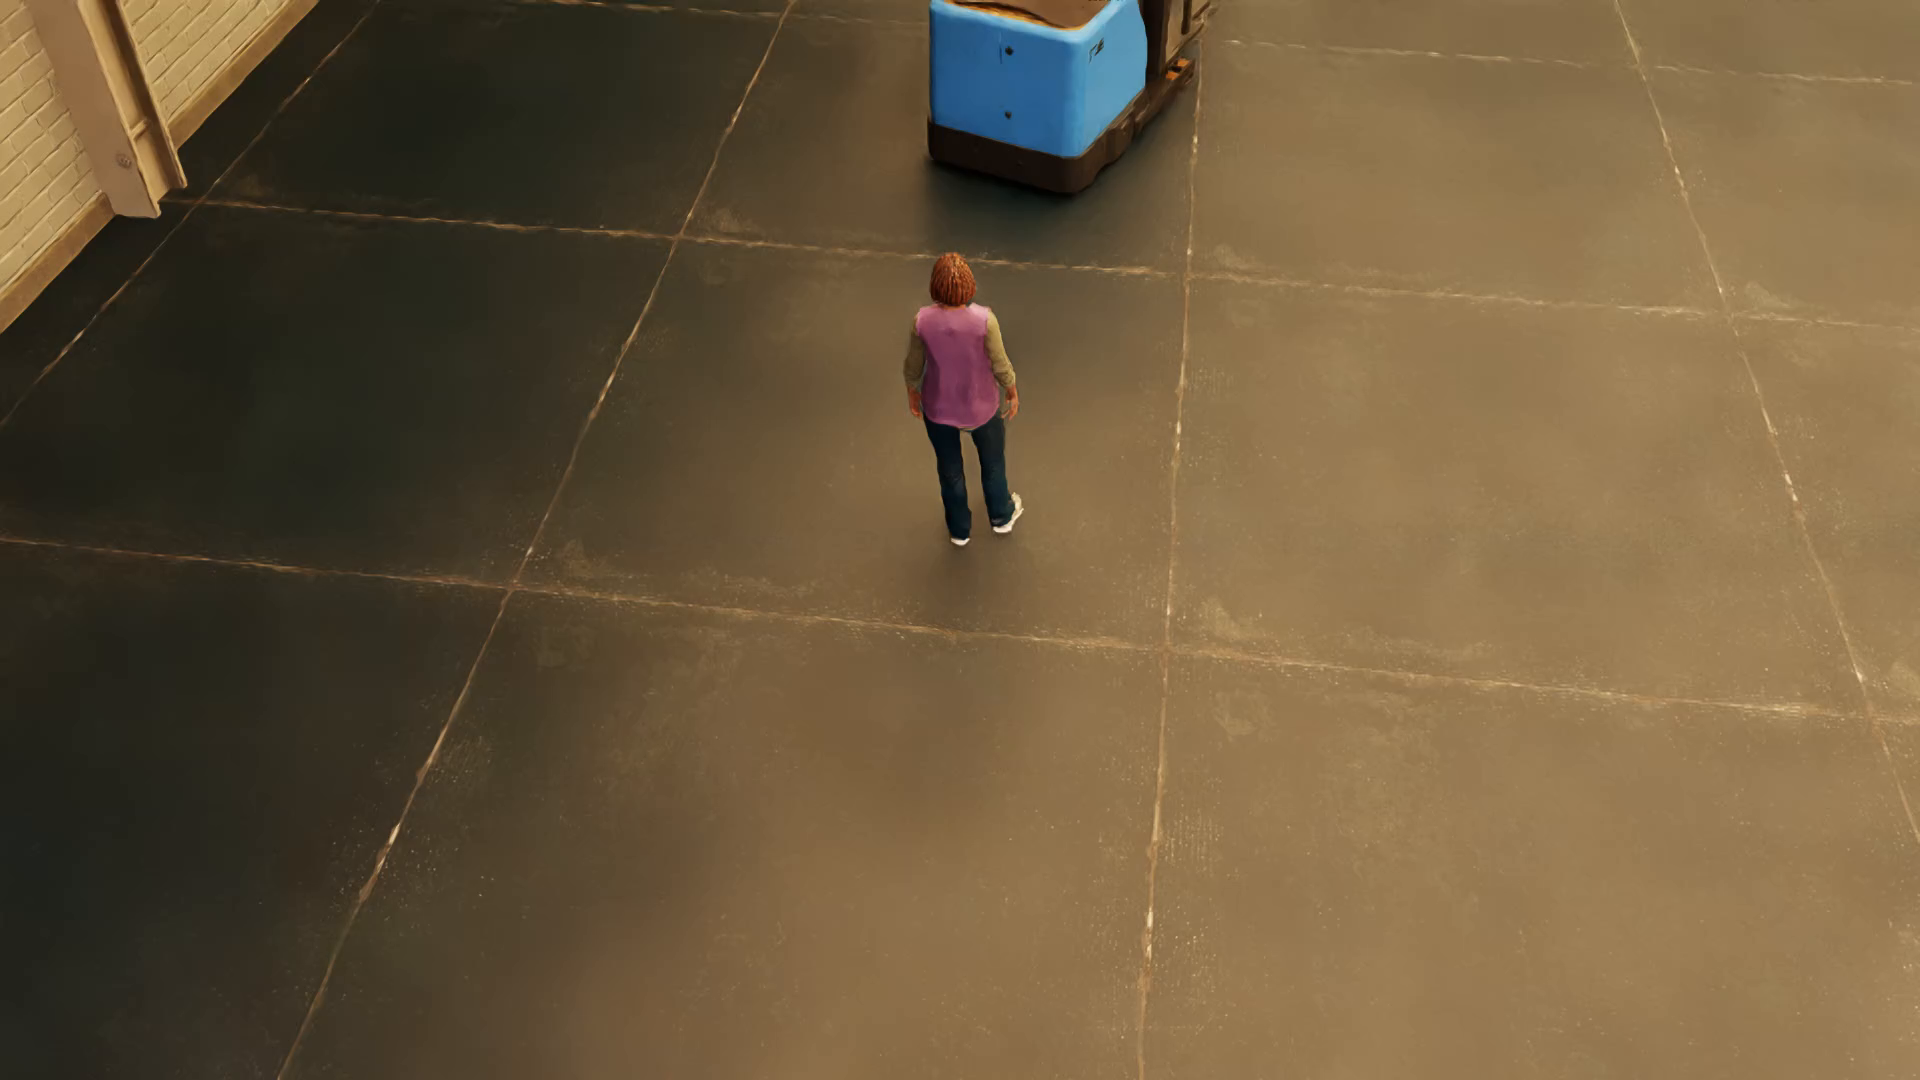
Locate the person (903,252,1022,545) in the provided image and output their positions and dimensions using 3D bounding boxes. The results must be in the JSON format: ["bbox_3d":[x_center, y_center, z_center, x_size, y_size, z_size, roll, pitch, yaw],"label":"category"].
[{"bbox_3d":[0.023,-0.642,7.399,0.520,1.597,0.474,5,43,6],"label":"person"}]

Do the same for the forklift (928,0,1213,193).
[{"bbox_3d":[0.932,-4.171,10.265,1.130,2.935,3.031,19,46,20],"label":"forklift"}]
